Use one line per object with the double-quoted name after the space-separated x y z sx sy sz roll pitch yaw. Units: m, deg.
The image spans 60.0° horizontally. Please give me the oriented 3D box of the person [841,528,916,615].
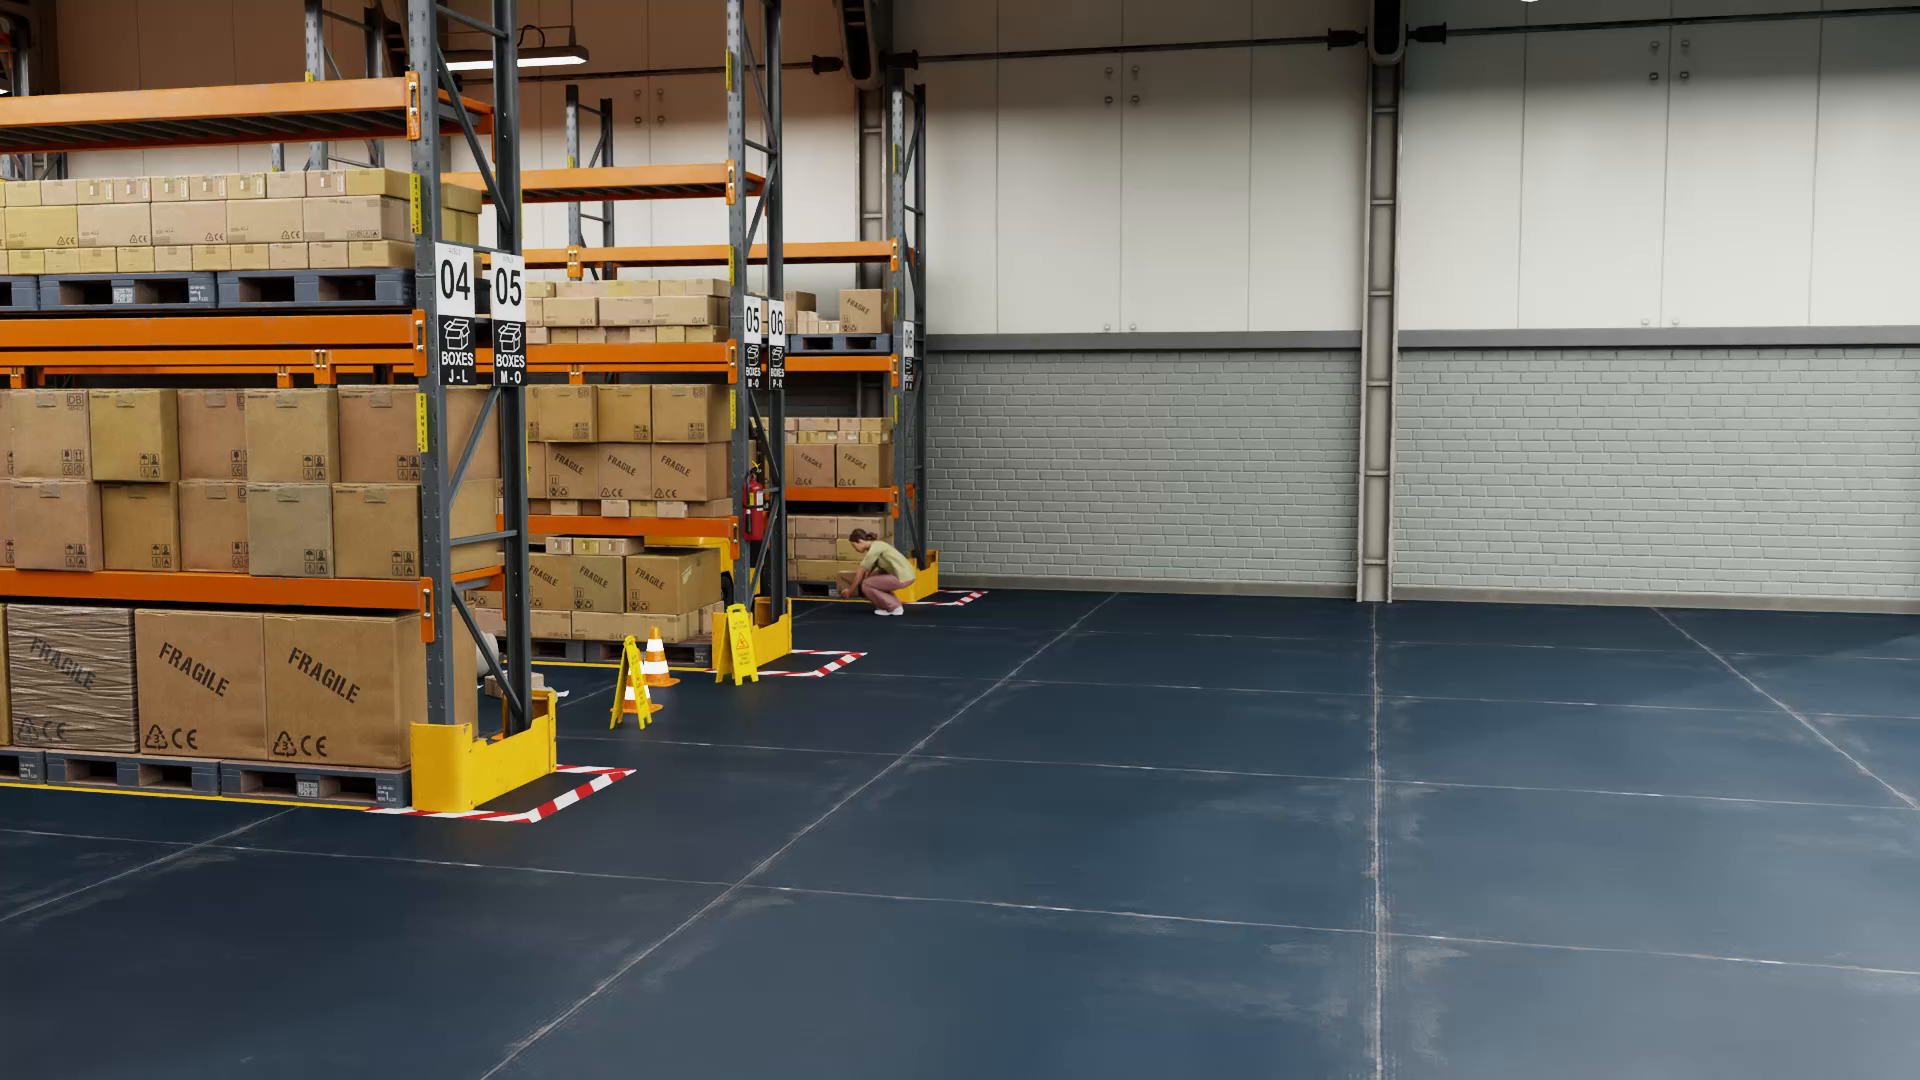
-0.875 0.339 18.005 0.798 0.931 0.475 1 5 14 "person"
